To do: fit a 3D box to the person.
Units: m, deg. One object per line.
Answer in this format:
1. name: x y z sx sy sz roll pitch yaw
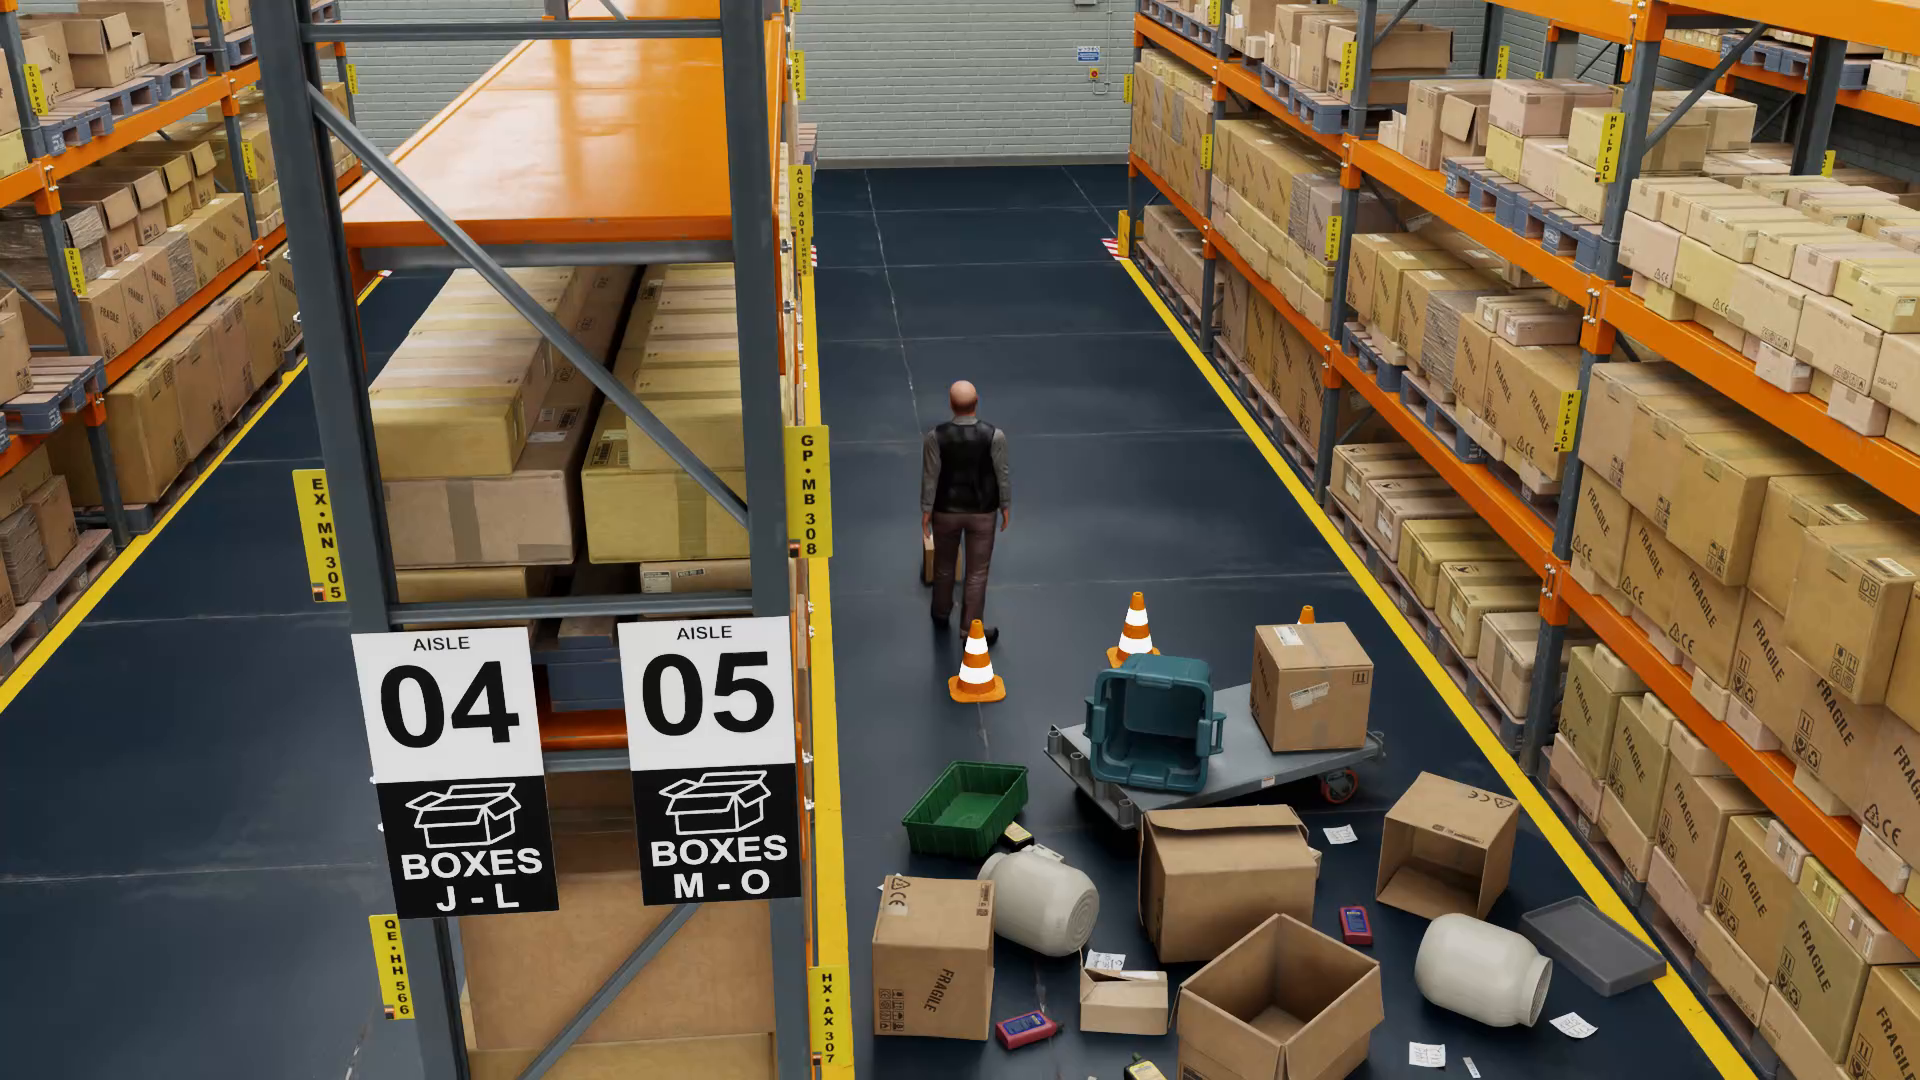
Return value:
1. person: 0.038 -0.152 10.519 0.563 1.568 0.501 3 24 6
